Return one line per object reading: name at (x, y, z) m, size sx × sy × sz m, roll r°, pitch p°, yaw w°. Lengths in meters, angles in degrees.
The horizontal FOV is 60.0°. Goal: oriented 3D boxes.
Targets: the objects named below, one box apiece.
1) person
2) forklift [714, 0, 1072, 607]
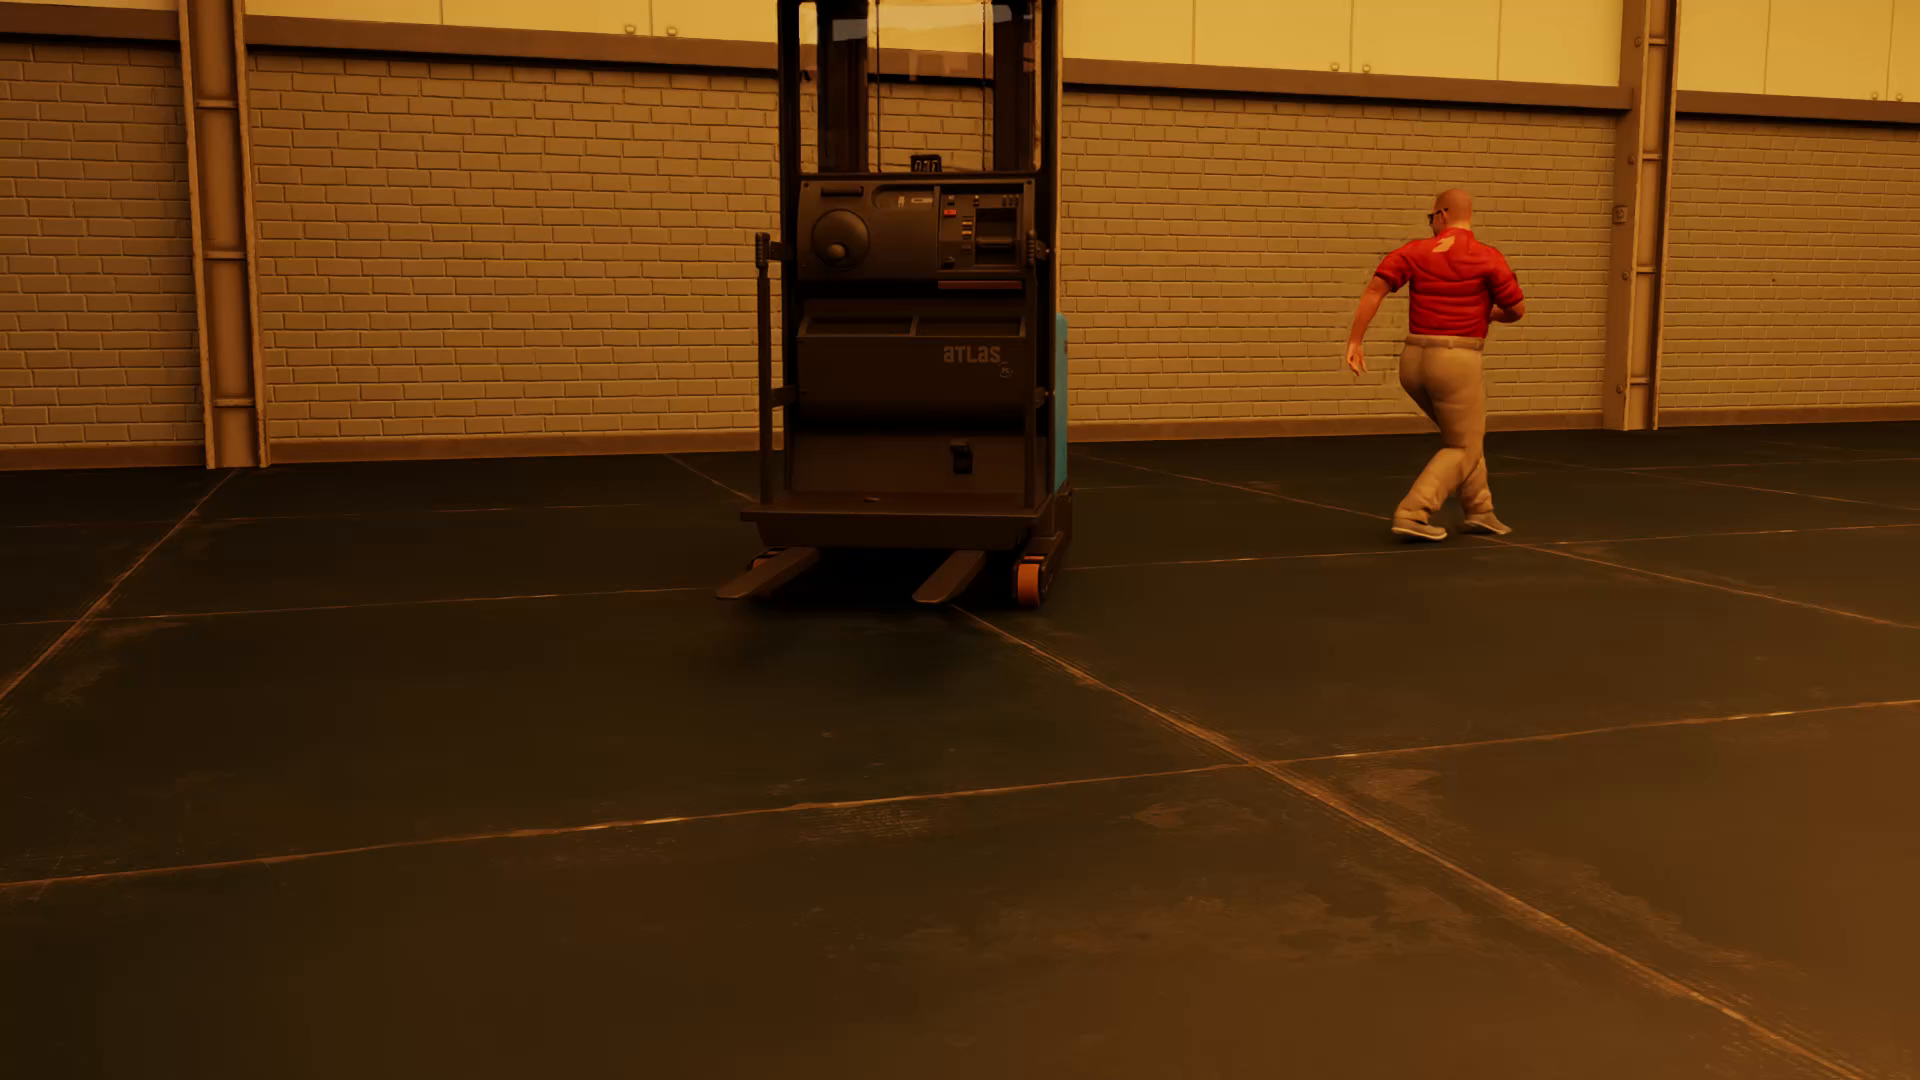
person at (2.338, -0.808, 7.895) m, size 0.957 × 1.689 × 0.564 m, roll -5°, pitch 9°, yaw -32°
forklift at (-0.199, -1.255, 6.275) m, size 1.130 × 2.935 × 3.031 m, roll 1°, pitch 8°, yaw 8°
